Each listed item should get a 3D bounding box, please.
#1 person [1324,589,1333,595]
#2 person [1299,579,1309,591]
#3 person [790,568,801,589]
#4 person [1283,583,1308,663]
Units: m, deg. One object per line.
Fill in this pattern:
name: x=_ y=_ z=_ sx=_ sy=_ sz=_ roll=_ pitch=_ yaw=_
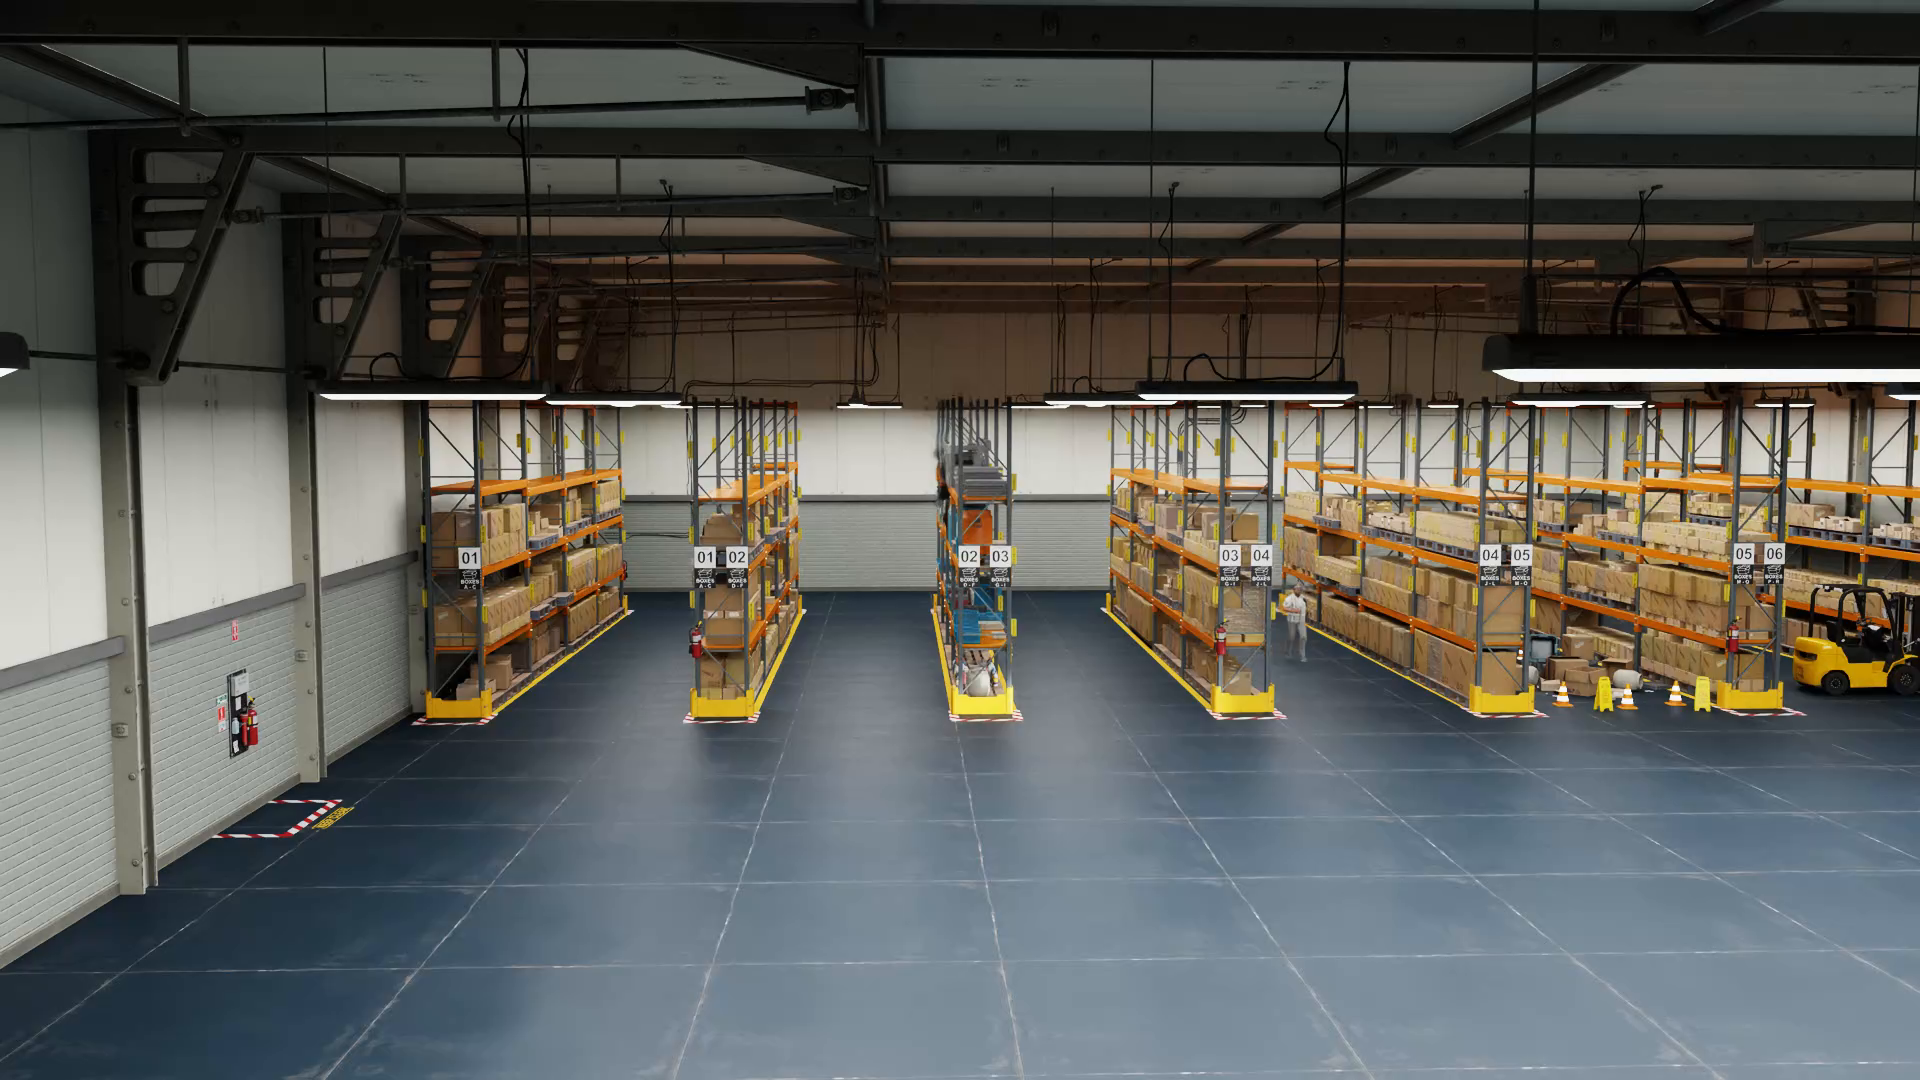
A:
person: x=10.863 y=1.199 z=48.726 sx=0.566 sy=1.531 sz=0.626 roll=-2 pitch=5 yaw=-24
person: x=10.239 y=1.113 z=49.042 sx=0.578 sy=1.640 sz=0.616 roll=-1 pitch=5 yaw=-18
person: x=-4.986 y=1.184 z=48.338 sx=0.804 sy=1.693 sz=0.609 roll=1 pitch=4 yaw=11
person: x=7.715 y=1.891 z=38.255 sx=0.642 sy=1.837 sz=0.783 roll=-1 pitch=5 yaw=-12
